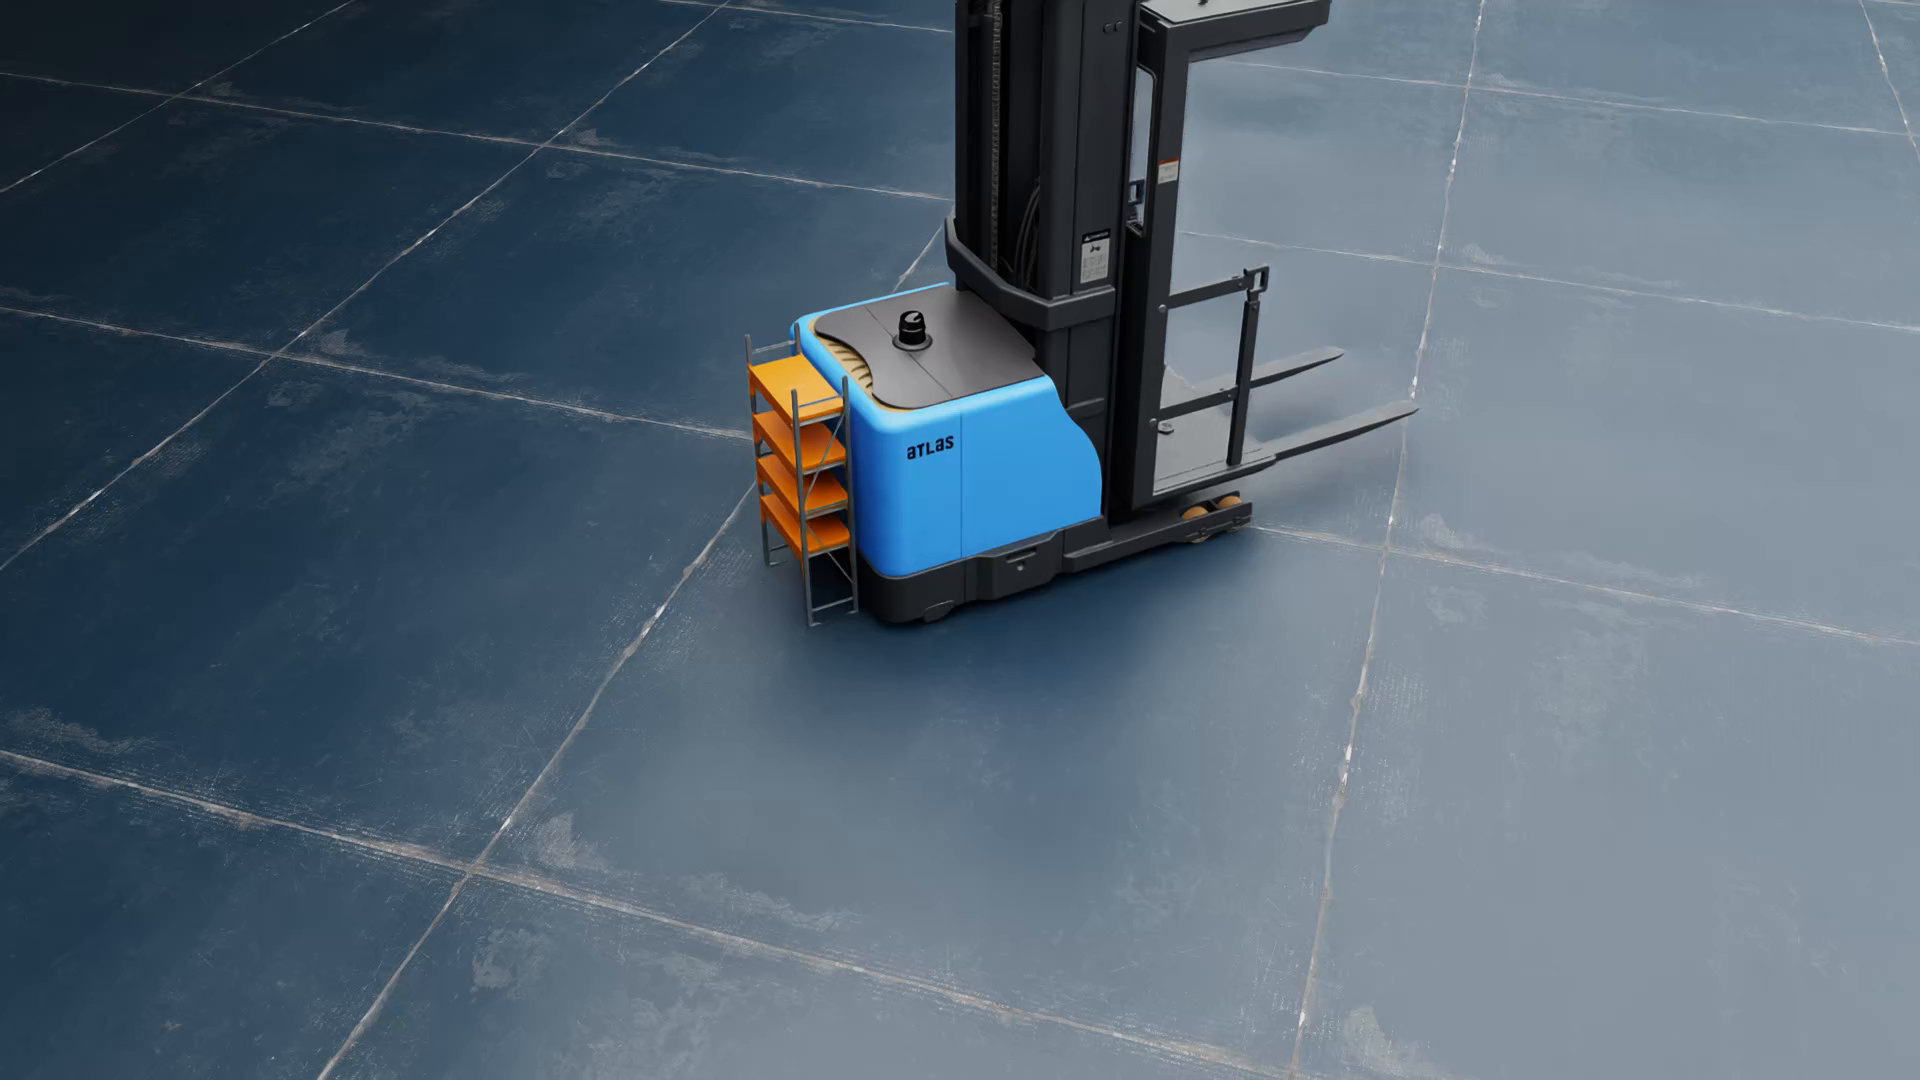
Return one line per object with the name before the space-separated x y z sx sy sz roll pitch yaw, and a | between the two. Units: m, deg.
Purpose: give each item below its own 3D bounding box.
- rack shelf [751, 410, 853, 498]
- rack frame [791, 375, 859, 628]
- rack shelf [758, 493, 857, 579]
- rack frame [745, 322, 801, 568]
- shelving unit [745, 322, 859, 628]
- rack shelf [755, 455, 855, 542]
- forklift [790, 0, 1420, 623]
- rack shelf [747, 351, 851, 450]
rack shelf | -0.668 -0.391 7.005 0.258 0.148 0.480 -17 40 -22
rack frame | -0.555 -0.137 6.924 0.240 1.200 0.015 -17 40 -22
rack shelf | -0.668 -0.051 7.256 0.258 0.148 0.480 -17 40 -22
rack frame | -0.780 -0.393 7.272 0.240 1.200 0.015 -17 40 -22
shelving unit | -0.668 -0.265 7.098 0.258 1.200 0.503 -17 40 -22
rack shelf | -0.668 -0.211 7.138 0.258 0.148 0.480 -17 40 -22
forklift | 0.793 -1.429 7.219 3.031 2.935 1.130 -17 40 -21
rack shelf | -0.668 -0.582 6.865 0.258 0.148 0.480 -17 40 -22
